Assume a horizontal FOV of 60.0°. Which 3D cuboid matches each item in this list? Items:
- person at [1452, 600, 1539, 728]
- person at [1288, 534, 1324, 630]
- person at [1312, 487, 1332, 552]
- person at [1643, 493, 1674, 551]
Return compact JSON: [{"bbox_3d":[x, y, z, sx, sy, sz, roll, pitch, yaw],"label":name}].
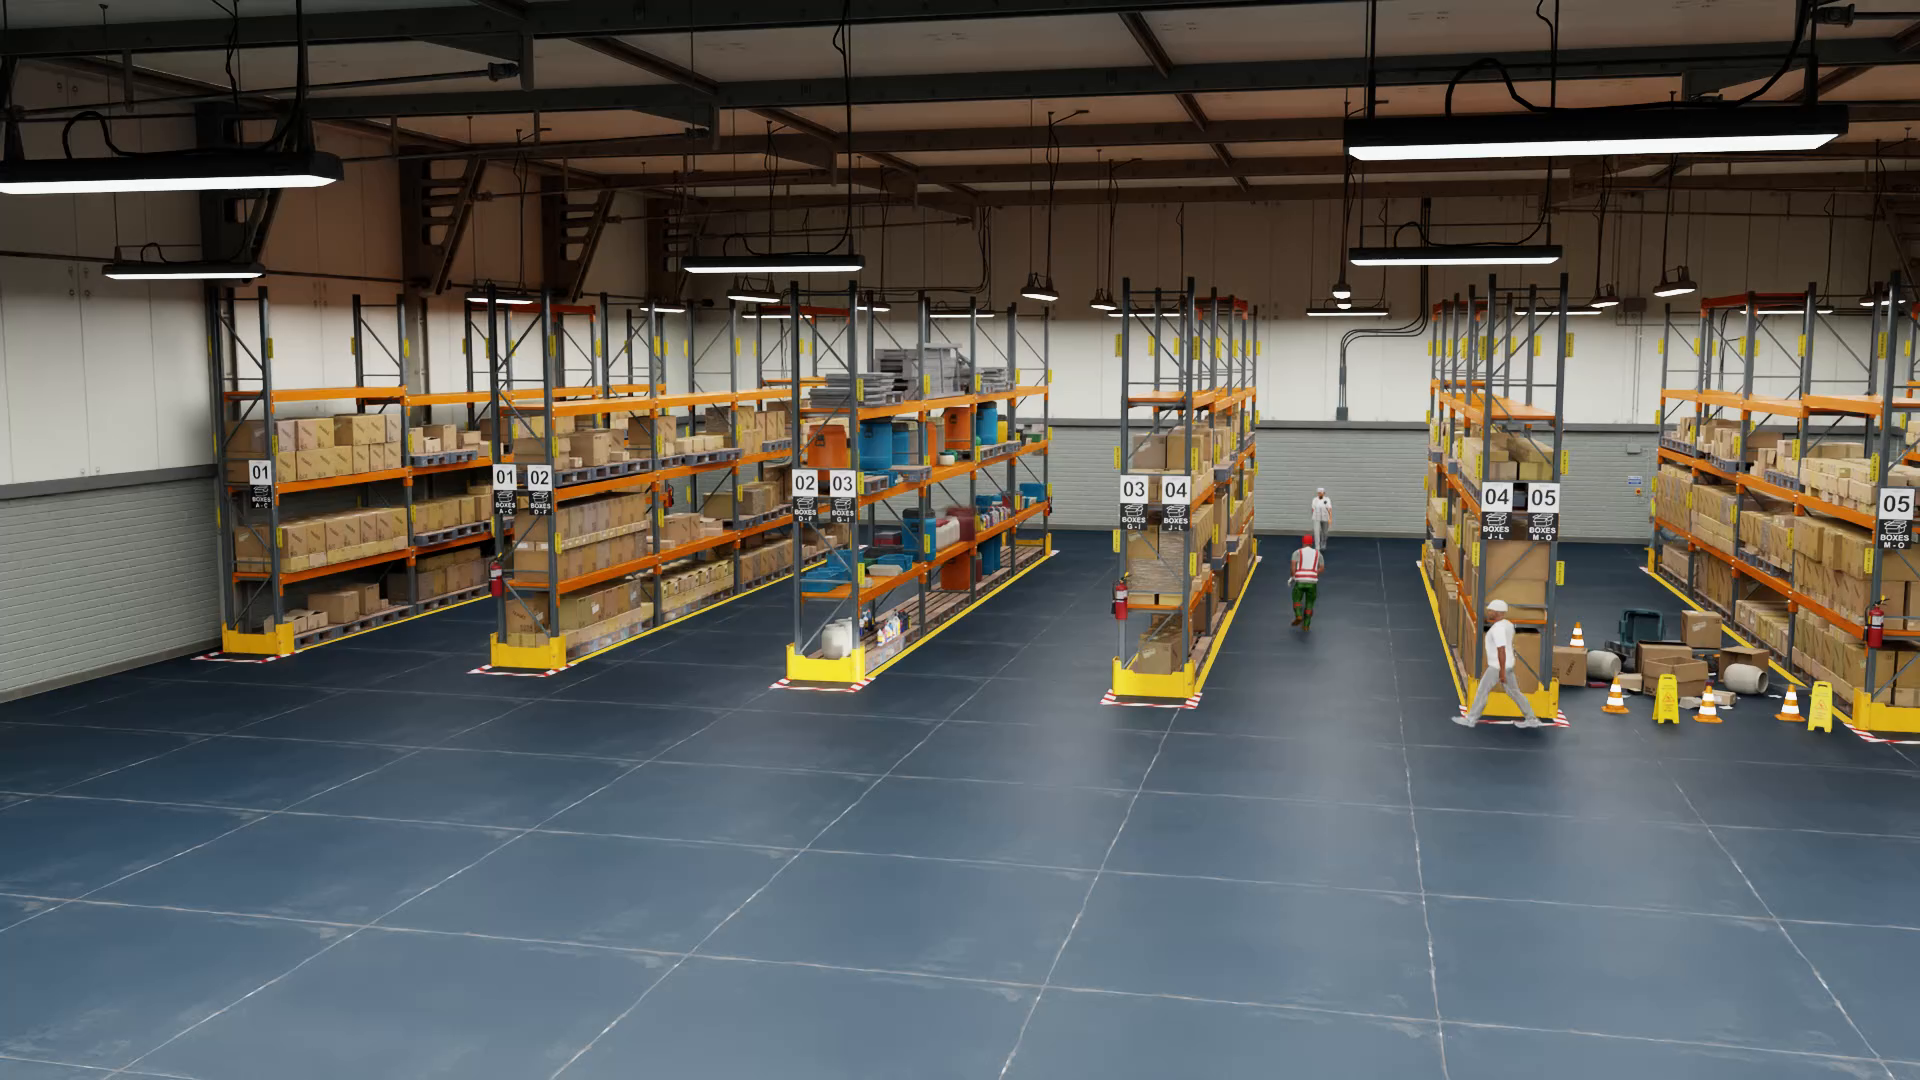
[{"bbox_3d":[7.064,1.638,21.861,1.082,1.712,0.582,4,7,29],"label":"person"},{"bbox_3d":[6.205,0.754,29.856,0.626,1.672,0.787,2,7,14],"label":"person"},{"bbox_3d":[8.869,-0.492,40.768,0.489,1.604,1.011,1,7,10],"label":"person"},{"bbox_3d":[17.308,-0.583,41.110,0.964,1.733,0.561,-2,7,-13],"label":"person"}]
